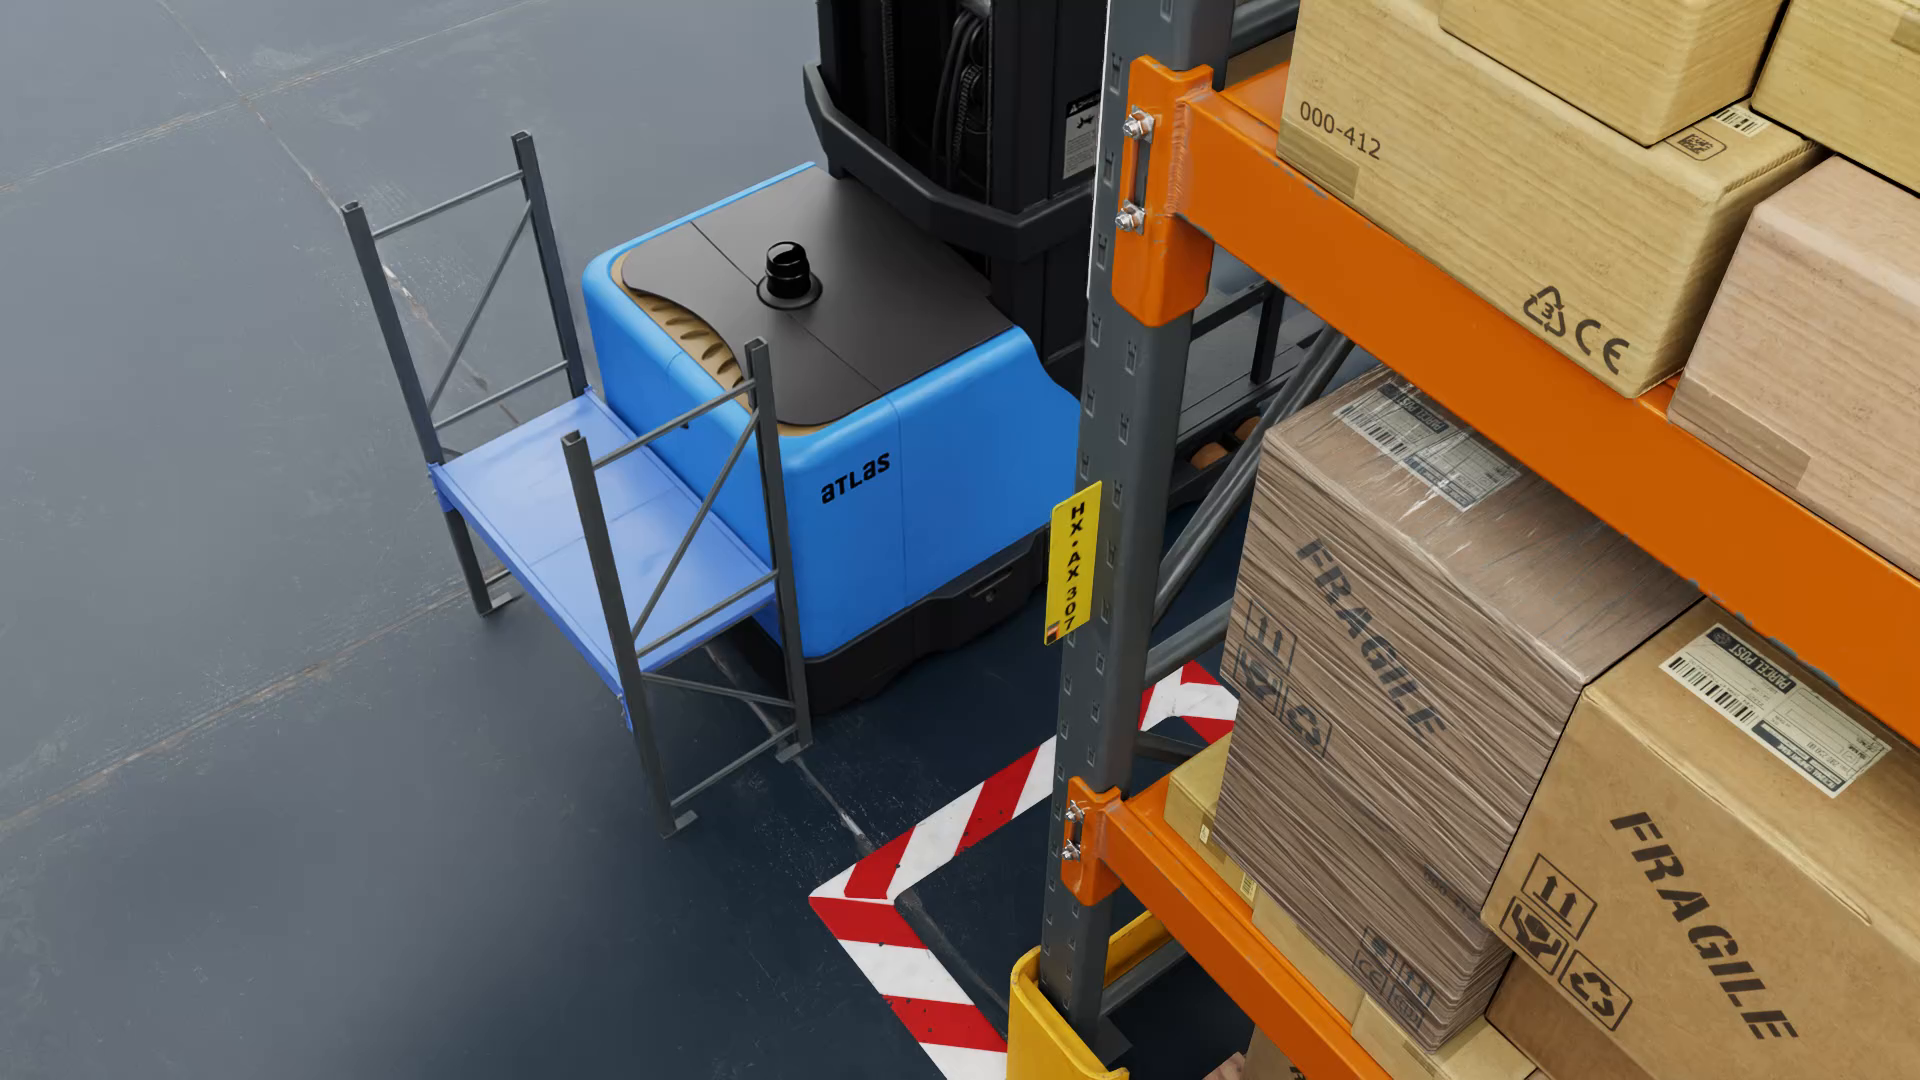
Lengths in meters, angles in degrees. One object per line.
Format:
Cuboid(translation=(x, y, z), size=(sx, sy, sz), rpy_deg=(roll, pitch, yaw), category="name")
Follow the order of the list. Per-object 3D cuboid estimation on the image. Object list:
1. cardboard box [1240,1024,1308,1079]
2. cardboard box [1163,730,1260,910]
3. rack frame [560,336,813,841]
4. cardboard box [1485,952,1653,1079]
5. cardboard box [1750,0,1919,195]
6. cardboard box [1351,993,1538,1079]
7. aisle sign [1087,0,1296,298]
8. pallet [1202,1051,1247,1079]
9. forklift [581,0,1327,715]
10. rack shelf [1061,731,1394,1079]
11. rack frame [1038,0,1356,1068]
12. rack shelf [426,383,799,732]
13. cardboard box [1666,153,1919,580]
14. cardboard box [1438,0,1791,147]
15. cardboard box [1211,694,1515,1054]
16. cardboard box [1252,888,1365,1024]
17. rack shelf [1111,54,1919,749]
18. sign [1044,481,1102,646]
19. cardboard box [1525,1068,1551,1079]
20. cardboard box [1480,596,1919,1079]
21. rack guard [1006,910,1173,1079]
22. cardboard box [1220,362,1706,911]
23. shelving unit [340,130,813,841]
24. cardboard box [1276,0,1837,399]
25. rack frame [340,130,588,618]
Cuboid(translation=(0.975, 1.162, 3.576), size=(0.500, 0.500, 0.500), rpy_deg=(-20, 51, -17), category="cardboard box")
Cuboid(translation=(0.593, 0.447, 2.990), size=(0.380, 0.149, 0.250), rpy_deg=(-29, 54, -24), category="cardboard box")
Cuboid(translation=(-0.619, 0.184, 4.070), size=(0.500, 1.500, 0.032), rpy_deg=(-32, 55, -25), category="rack frame")
Cuboid(translation=(1.319, 0.531, 2.475), size=(0.875, 0.500, 0.500), rpy_deg=(-29, 54, -24), category="cardboard box")
Cuboid(translation=(0.924, -0.448, 1.439), size=(0.380, 0.149, 0.250), rpy_deg=(-30, 55, -25), category="cardboard box")
Cuboid(translation=(0.868, 0.757, 2.709), size=(0.380, 0.149, 0.250), rpy_deg=(-29, 54, -24), category="cardboard box")
Cuboid(translation=(0.334, -0.688, 2.094), size=(0.394, 0.787, 0.004), rpy_deg=(-29, 54, -24), category="aisle sign")
Cuboid(translation=(1.120, 1.564, 3.690), size=(1.003, 0.211, 1.213), rpy_deg=(-29, 54, -24), category="pallet")
Cuboid(translation=(0.428, -1.411, 4.551), size=(3.031, 2.935, 1.130), rpy_deg=(-31, 55, -25), category="forklift")
Cuboid(translation=(1.821, 1.508, 2.344), size=(1.077, 0.370, 4.000), rpy_deg=(-29, 54, -24), category="rack shelf")
Cuboid(translation=(0.610, 0.087, 3.146), size=(1.000, 3.000, 0.127), rpy_deg=(-29, 54, -24), category="rack frame")
Cuboid(translation=(-0.944, 0.015, 4.467), size=(0.538, 0.185, 1.000), rpy_deg=(-32, 55, -25), category="rack shelf")
Cuboid(translation=(1.013, -0.168, 1.455), size=(0.500, 0.250, 0.500), rpy_deg=(-31, 55, -25), category="cardboard box")
Cuboid(translation=(0.673, -0.541, 1.524), size=(0.380, 0.149, 0.250), rpy_deg=(-28, 54, -23), category="cardboard box")
Cuboid(translation=(0.921, 0.290, 2.694), size=(0.875, 0.500, 0.500), rpy_deg=(-29, 54, -24), category="cardboard box")
Cuboid(translation=(0.729, 0.603, 2.848), size=(0.380, 0.149, 0.250), rpy_deg=(-29, 54, -24), category="cardboard box")
Cuboid(translation=(1.821, 0.501, 1.232), size=(1.077, 0.370, 4.000), rpy_deg=(-29, 54, -24), category="rack shelf")
Cuboid(translation=(0.178, 0.040, 2.605), size=(0.100, 0.325, 0.005), rpy_deg=(-29, 54, -24), category="sign")
Cuboid(translation=(1.036, 0.895, 2.584), size=(0.380, 0.149, 0.250), rpy_deg=(-29, 54, -24), category="cardboard box")
Cuboid(translation=(1.023, 0.363, 1.954), size=(0.500, 0.500, 0.500), rpy_deg=(-29, 54, -24), category="cardboard box")
Cuboid(translation=(0.656, 0.972, 4.032), size=(1.175, 0.500, 0.348), rpy_deg=(-29, 54, -24), category="rack guard")
Cuboid(translation=(0.726, 0.065, 2.224), size=(0.500, 0.500, 0.500), rpy_deg=(-29, 54, -24), category="cardboard box")
Cuboid(translation=(-0.944, -0.106, 4.333), size=(0.538, 1.500, 1.048), rpy_deg=(-32, 55, -25), category="shelving unit")
Cuboid(translation=(0.696, -0.470, 1.728), size=(0.500, 0.250, 0.500), rpy_deg=(-28, 54, -23), category="cardboard box")
Cuboid(translation=(-1.268, -0.396, 4.596), size=(0.500, 1.500, 0.032), rpy_deg=(-32, 55, -25), category="rack frame")
